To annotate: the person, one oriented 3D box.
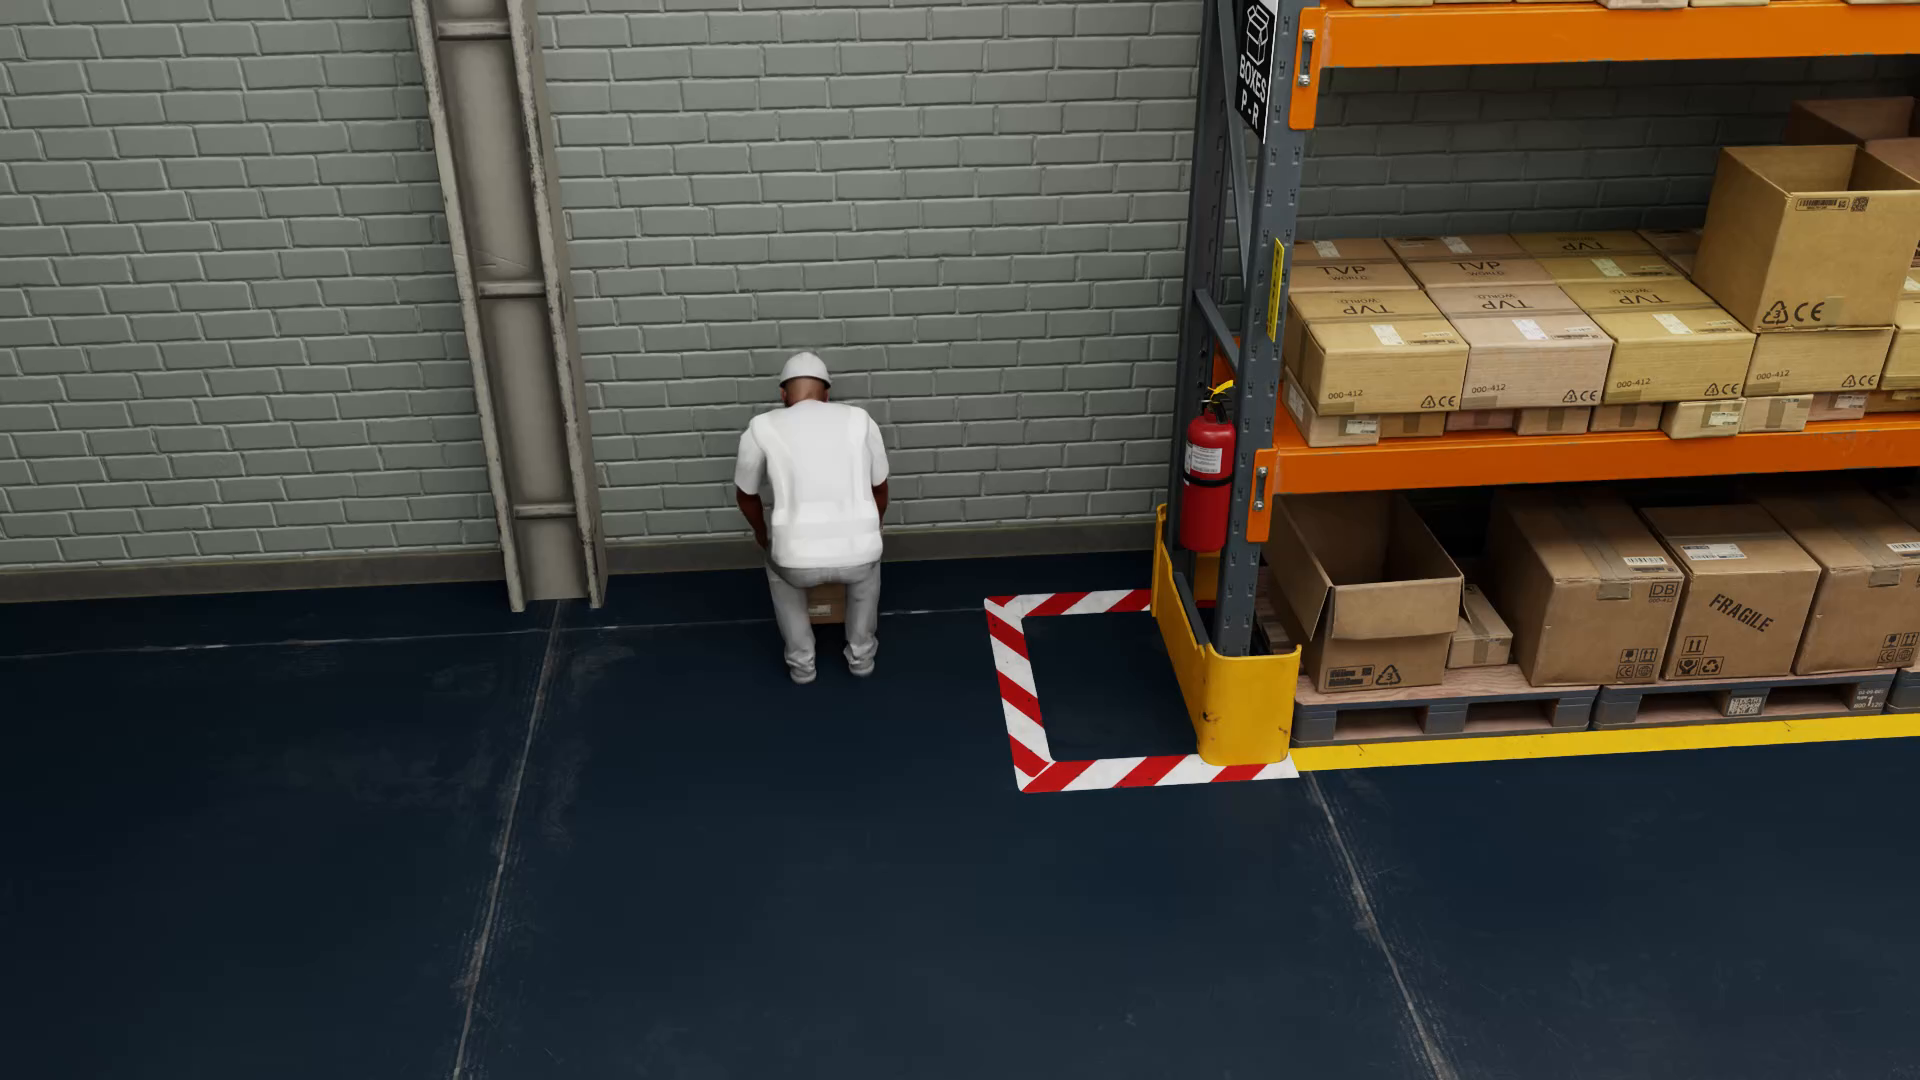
[{"bbox_3d":[-0.587,-0.057,6.707,0.625,1.253,0.828,-3,31,-5],"label":"person"}]
